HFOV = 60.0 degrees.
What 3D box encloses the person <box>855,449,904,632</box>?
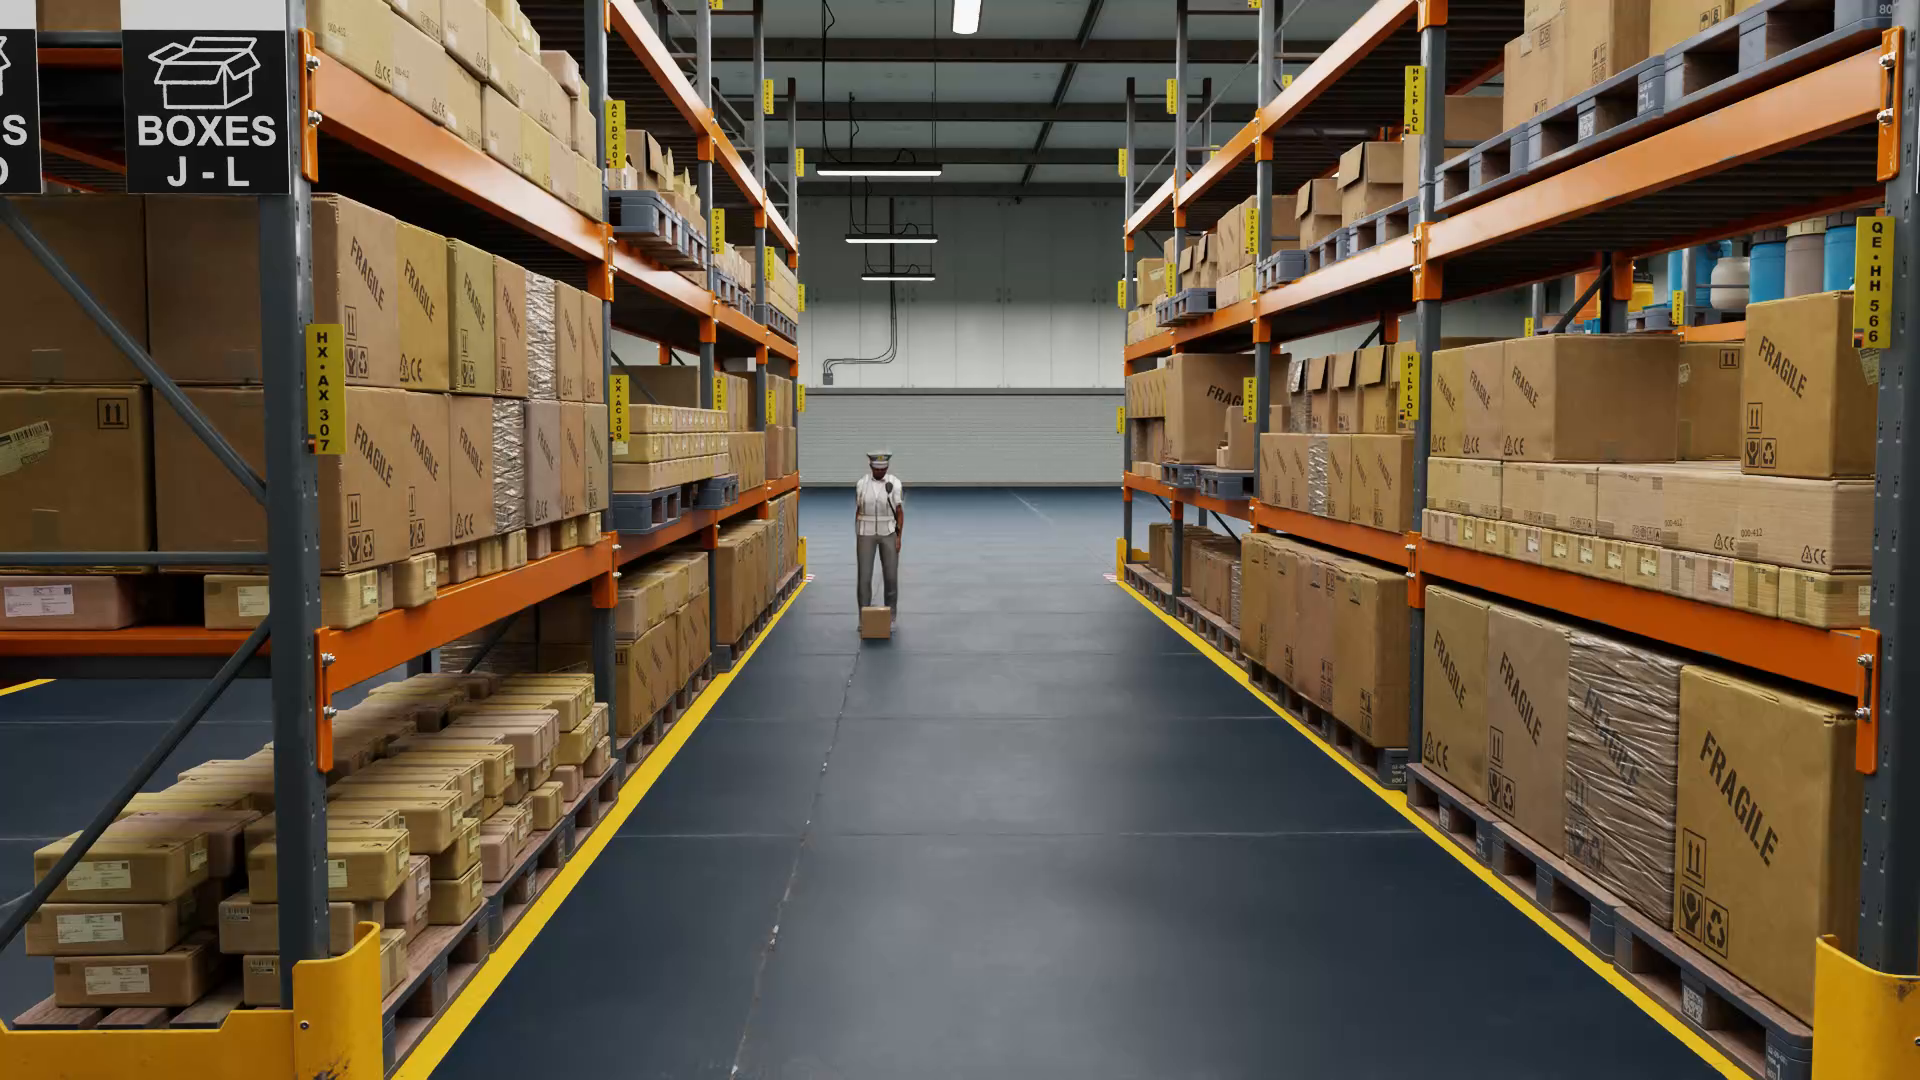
[{"bbox_3d":[-0.730,0.004,15.121,0.443,1.654,0.351,0,4,0],"label":"person"}]
